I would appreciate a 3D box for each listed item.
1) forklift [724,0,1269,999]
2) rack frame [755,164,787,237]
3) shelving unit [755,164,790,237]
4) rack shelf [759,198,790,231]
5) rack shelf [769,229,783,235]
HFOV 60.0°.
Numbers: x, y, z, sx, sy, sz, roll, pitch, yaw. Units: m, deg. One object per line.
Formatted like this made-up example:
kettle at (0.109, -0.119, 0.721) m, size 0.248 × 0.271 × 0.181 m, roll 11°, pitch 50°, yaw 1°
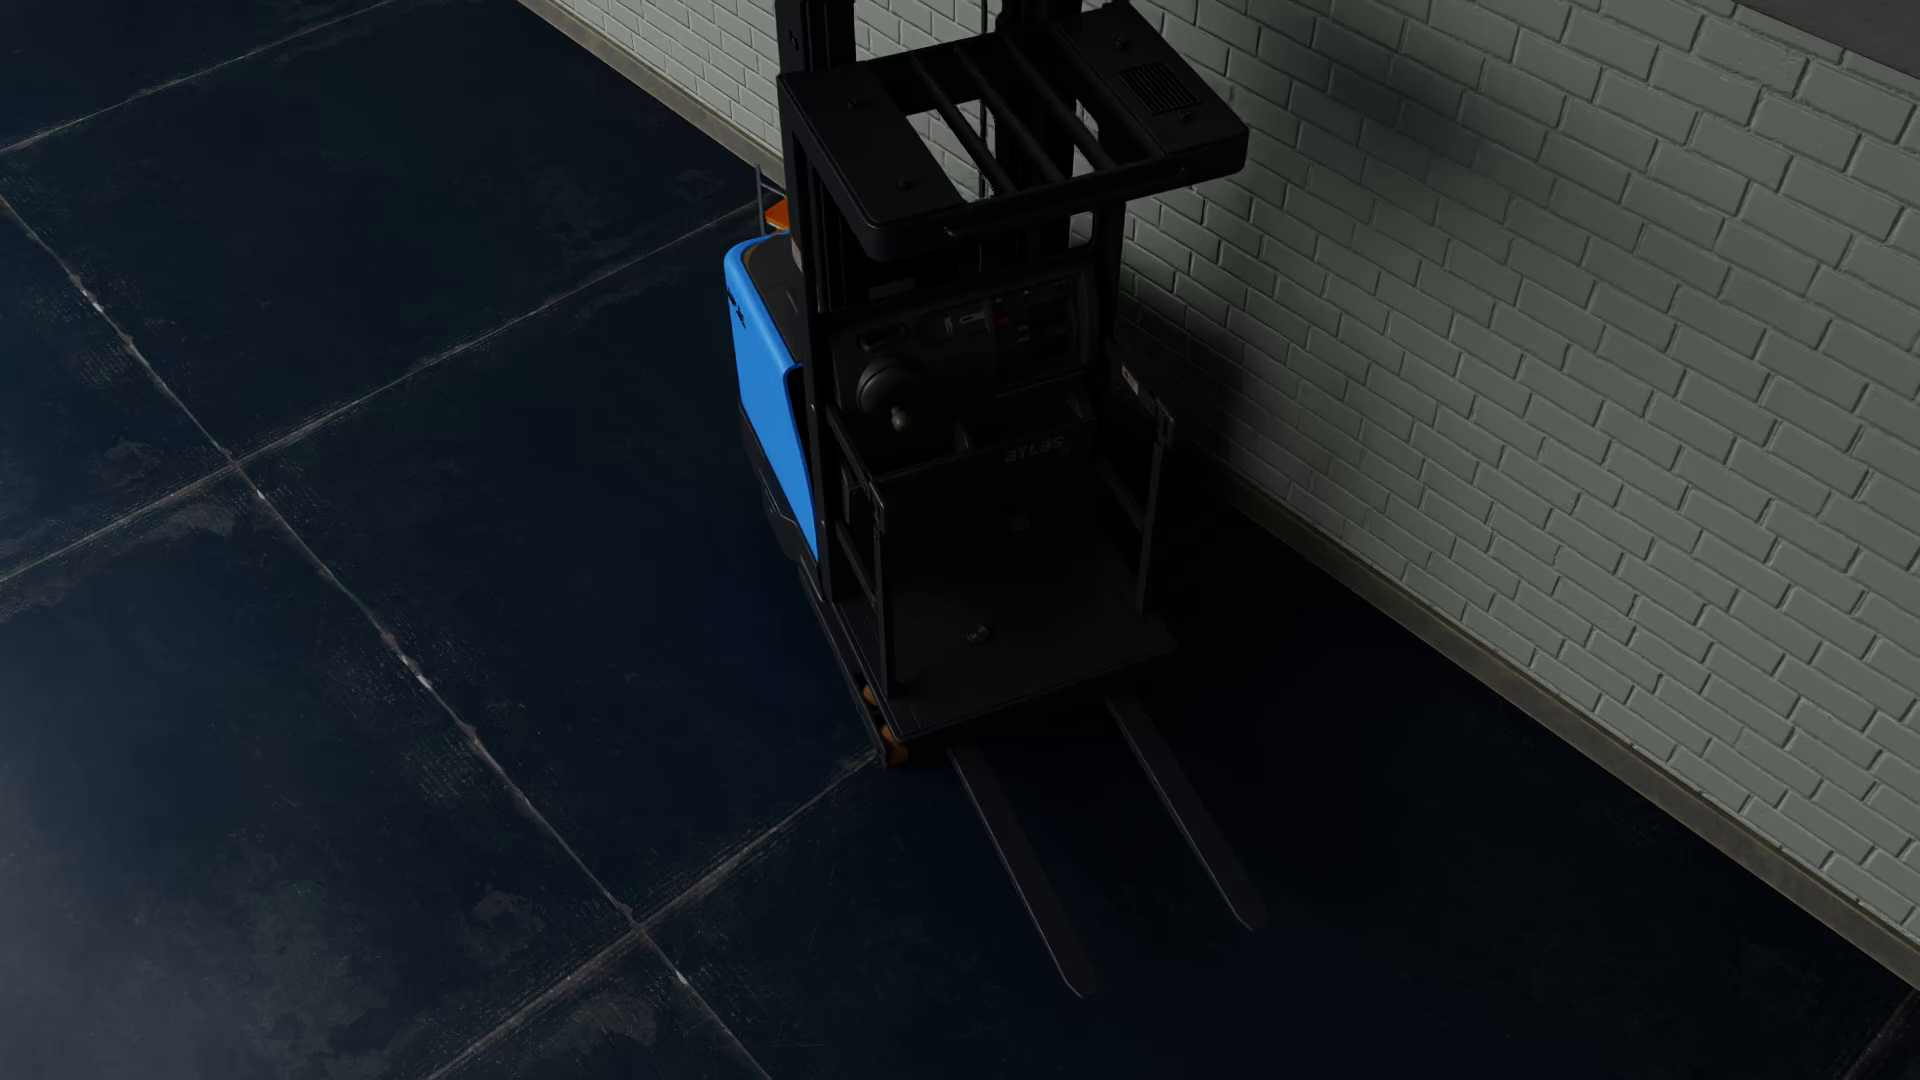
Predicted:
forklift at (0.108, -0.534, 5.302) m, size 1.130 × 2.935 × 3.031 m, roll -17°, pitch 50°, yaw -15°
rack frame at (-0.716, -1.008, 6.911) m, size 0.240 × 1.200 × 0.006 m, roll 30°, pitch 53°, yaw 25°
shelving unit at (-0.660, -1.060, 6.962) m, size 0.258 × 1.200 × 0.189 m, roll 30°, pitch 53°, yaw 25°
rack shelf at (-0.655, -1.278, 6.733) m, size 0.258 × 0.103 × 0.180 m, roll 30°, pitch 53°, yaw 25°
rack shelf at (-0.657, -1.195, 6.820) m, size 0.258 × 0.103 × 0.180 m, roll 30°, pitch 53°, yaw 25°
